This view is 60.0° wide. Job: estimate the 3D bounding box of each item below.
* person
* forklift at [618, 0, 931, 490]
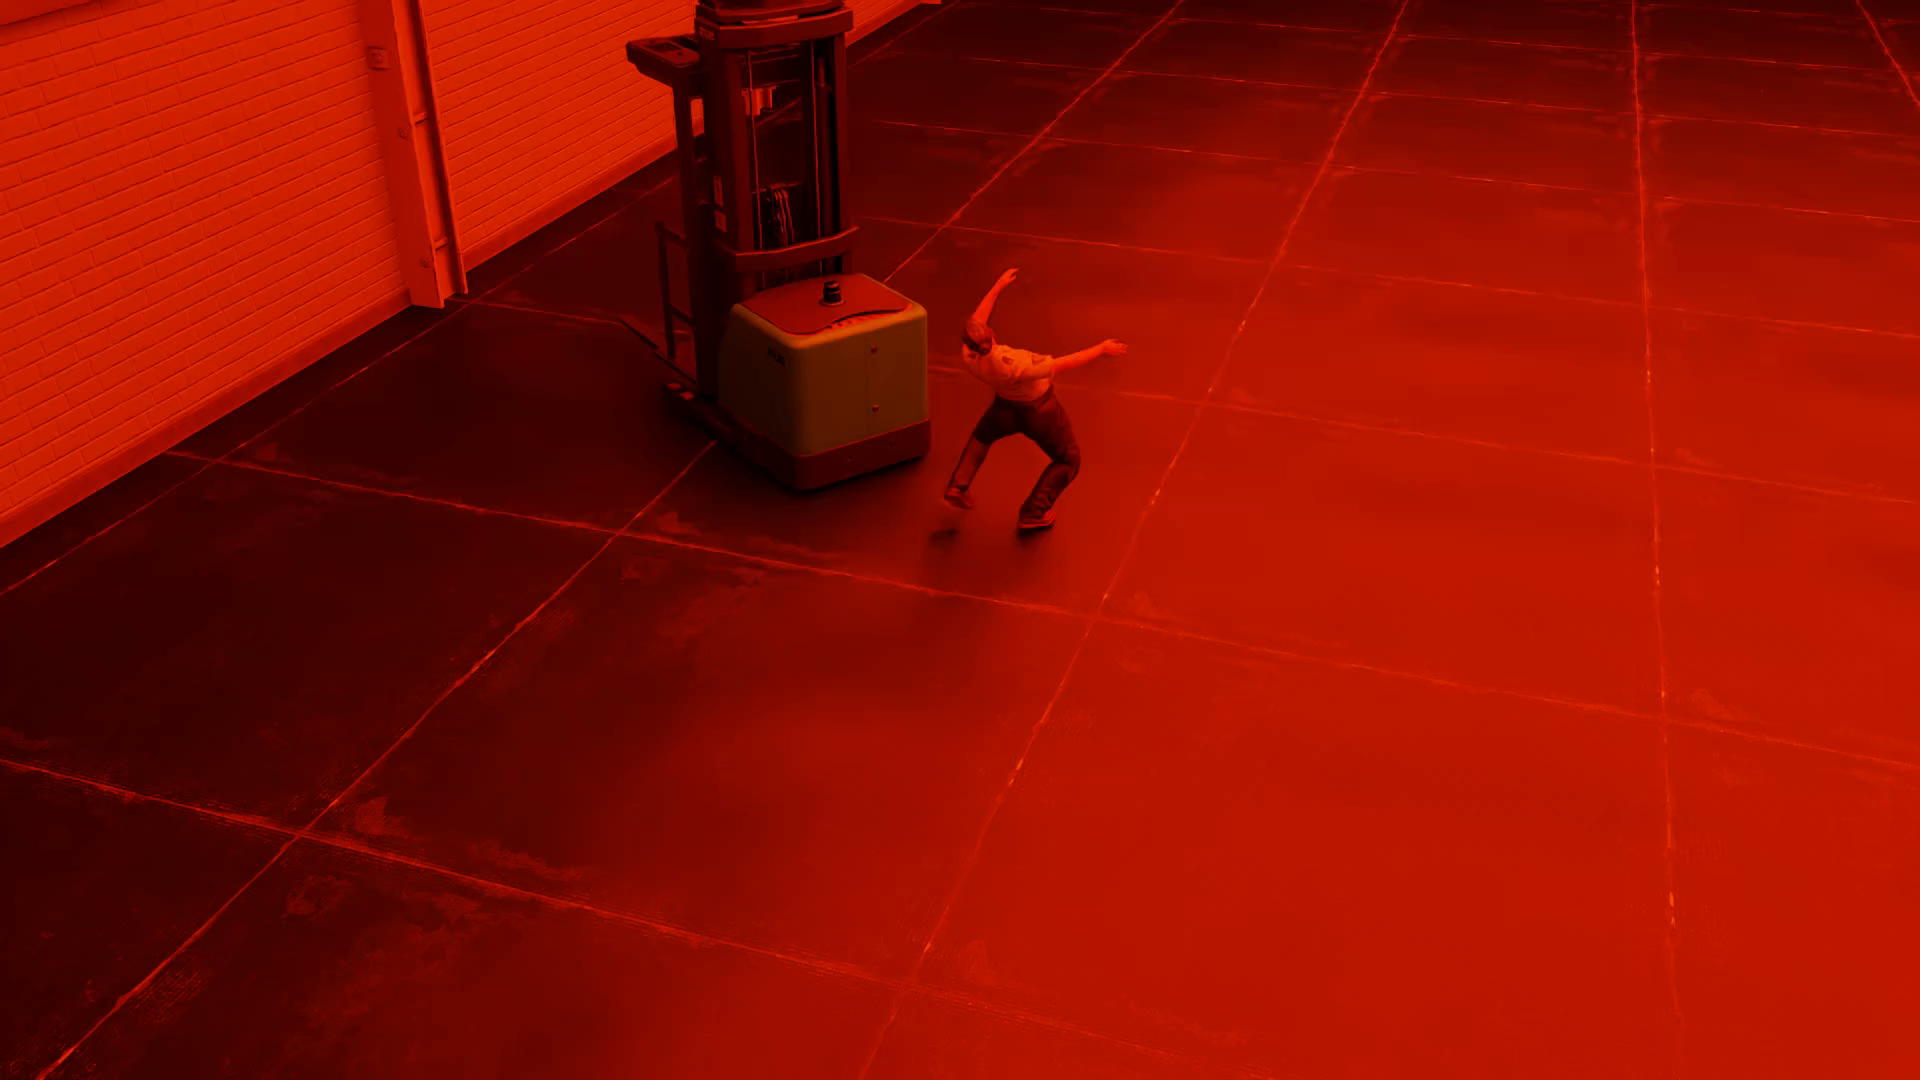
[{"bbox_3d":[0.431,-0.761,9.881,1.019,1.515,0.646,14,33,23],"label":"person"},{"bbox_3d":[-1.452,-2.266,11.111,1.130,2.935,3.031,-19,35,-30],"label":"forklift"}]
